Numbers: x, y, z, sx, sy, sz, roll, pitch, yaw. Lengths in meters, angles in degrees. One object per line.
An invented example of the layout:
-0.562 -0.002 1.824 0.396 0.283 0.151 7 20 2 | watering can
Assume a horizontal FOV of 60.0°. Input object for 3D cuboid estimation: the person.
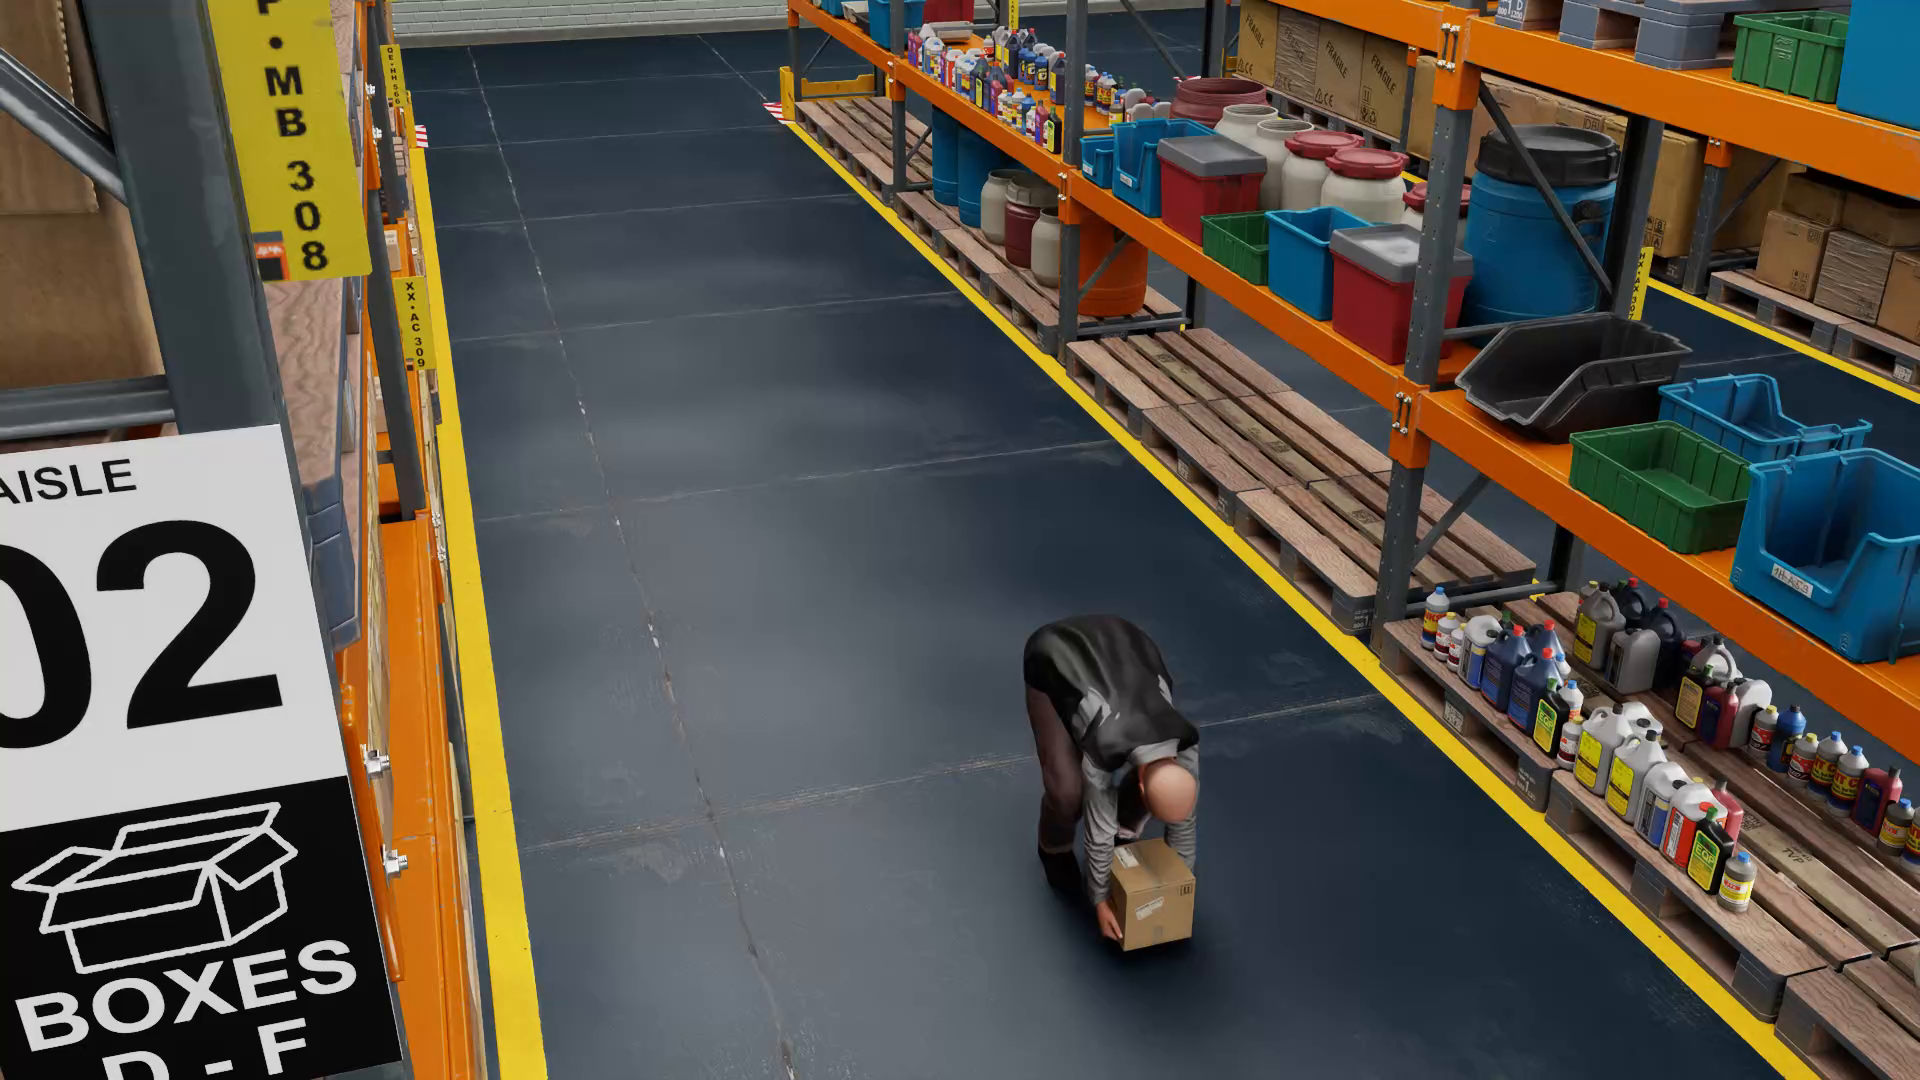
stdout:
0.554 0.816 5.812 0.508 0.987 0.945 -9 28 -19 | person
